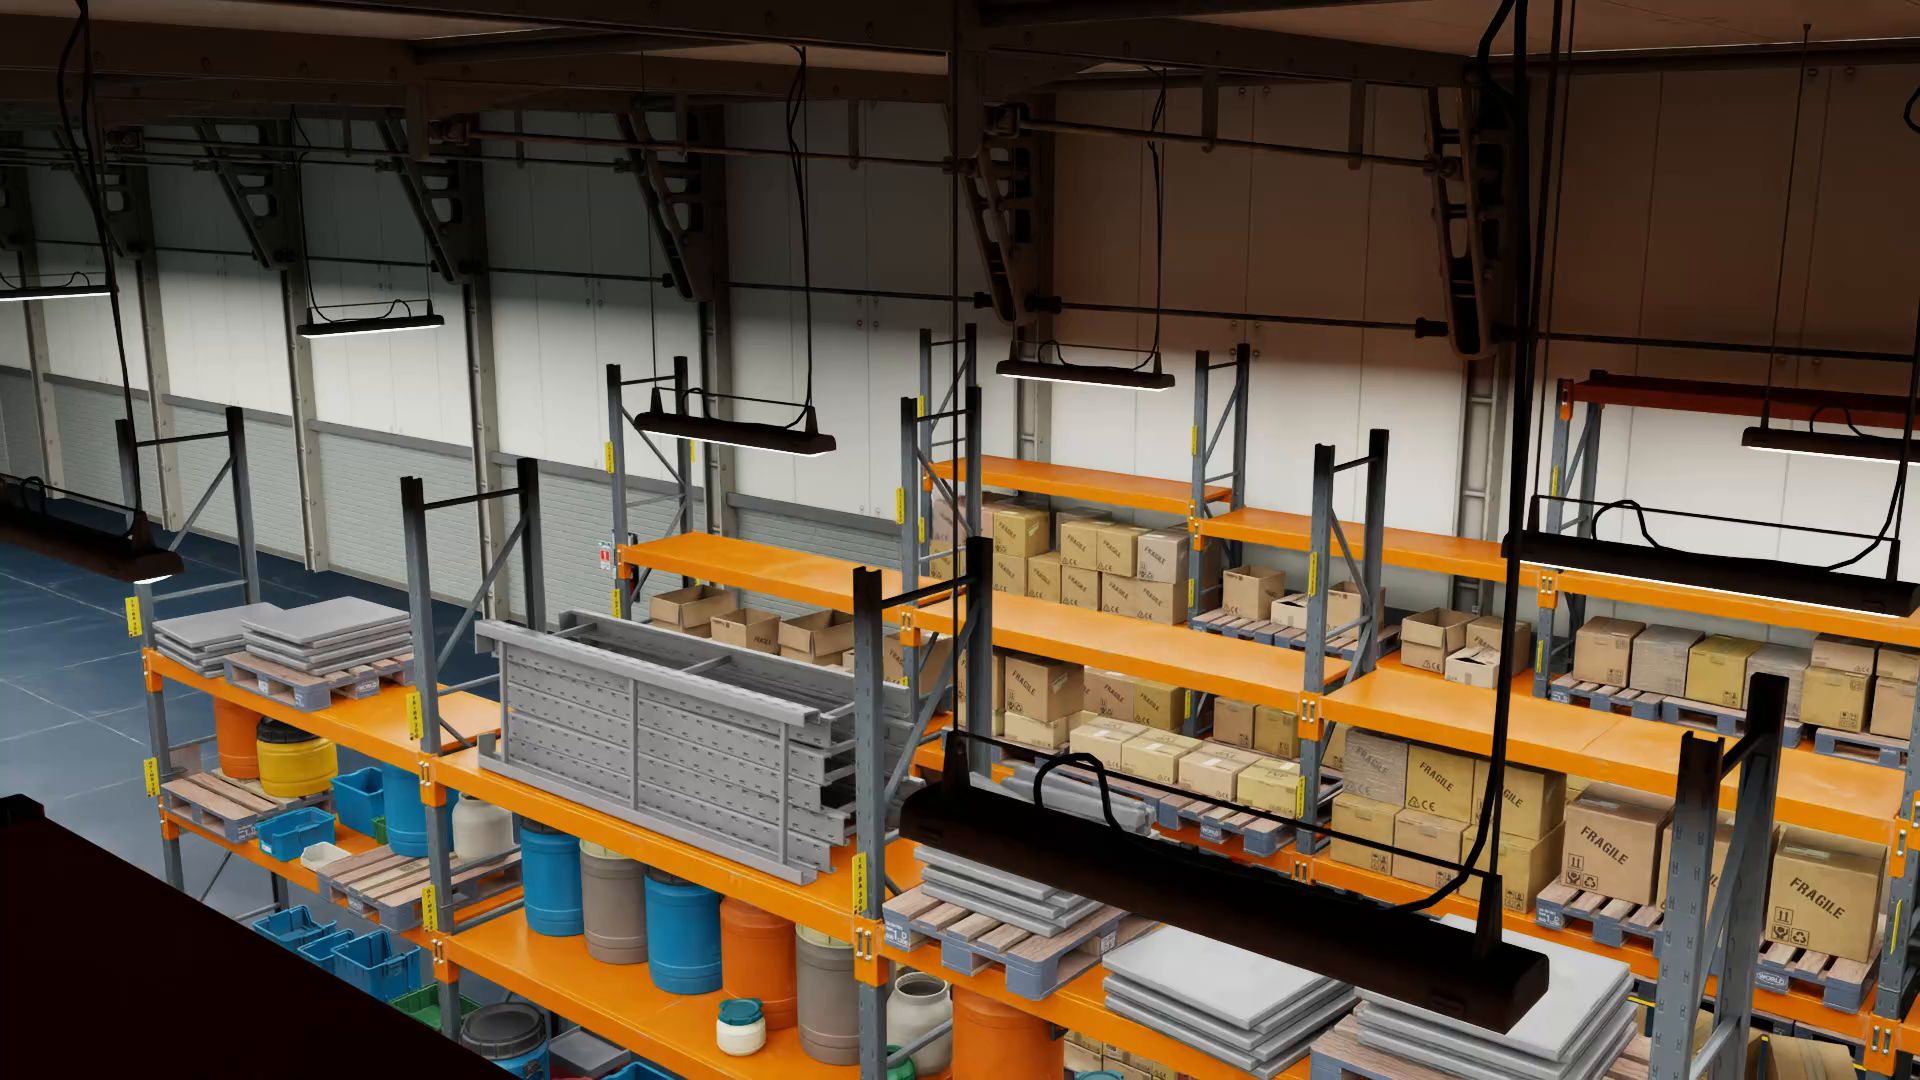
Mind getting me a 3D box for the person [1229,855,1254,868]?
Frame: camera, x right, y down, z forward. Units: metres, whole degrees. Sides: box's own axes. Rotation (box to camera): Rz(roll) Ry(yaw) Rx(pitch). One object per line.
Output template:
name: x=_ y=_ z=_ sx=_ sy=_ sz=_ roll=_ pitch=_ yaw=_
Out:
person: x=2.605 y=3.711 z=15.787 sx=0.403 sy=1.801 sz=0.593 roll=3 pitch=13 yaw=15
